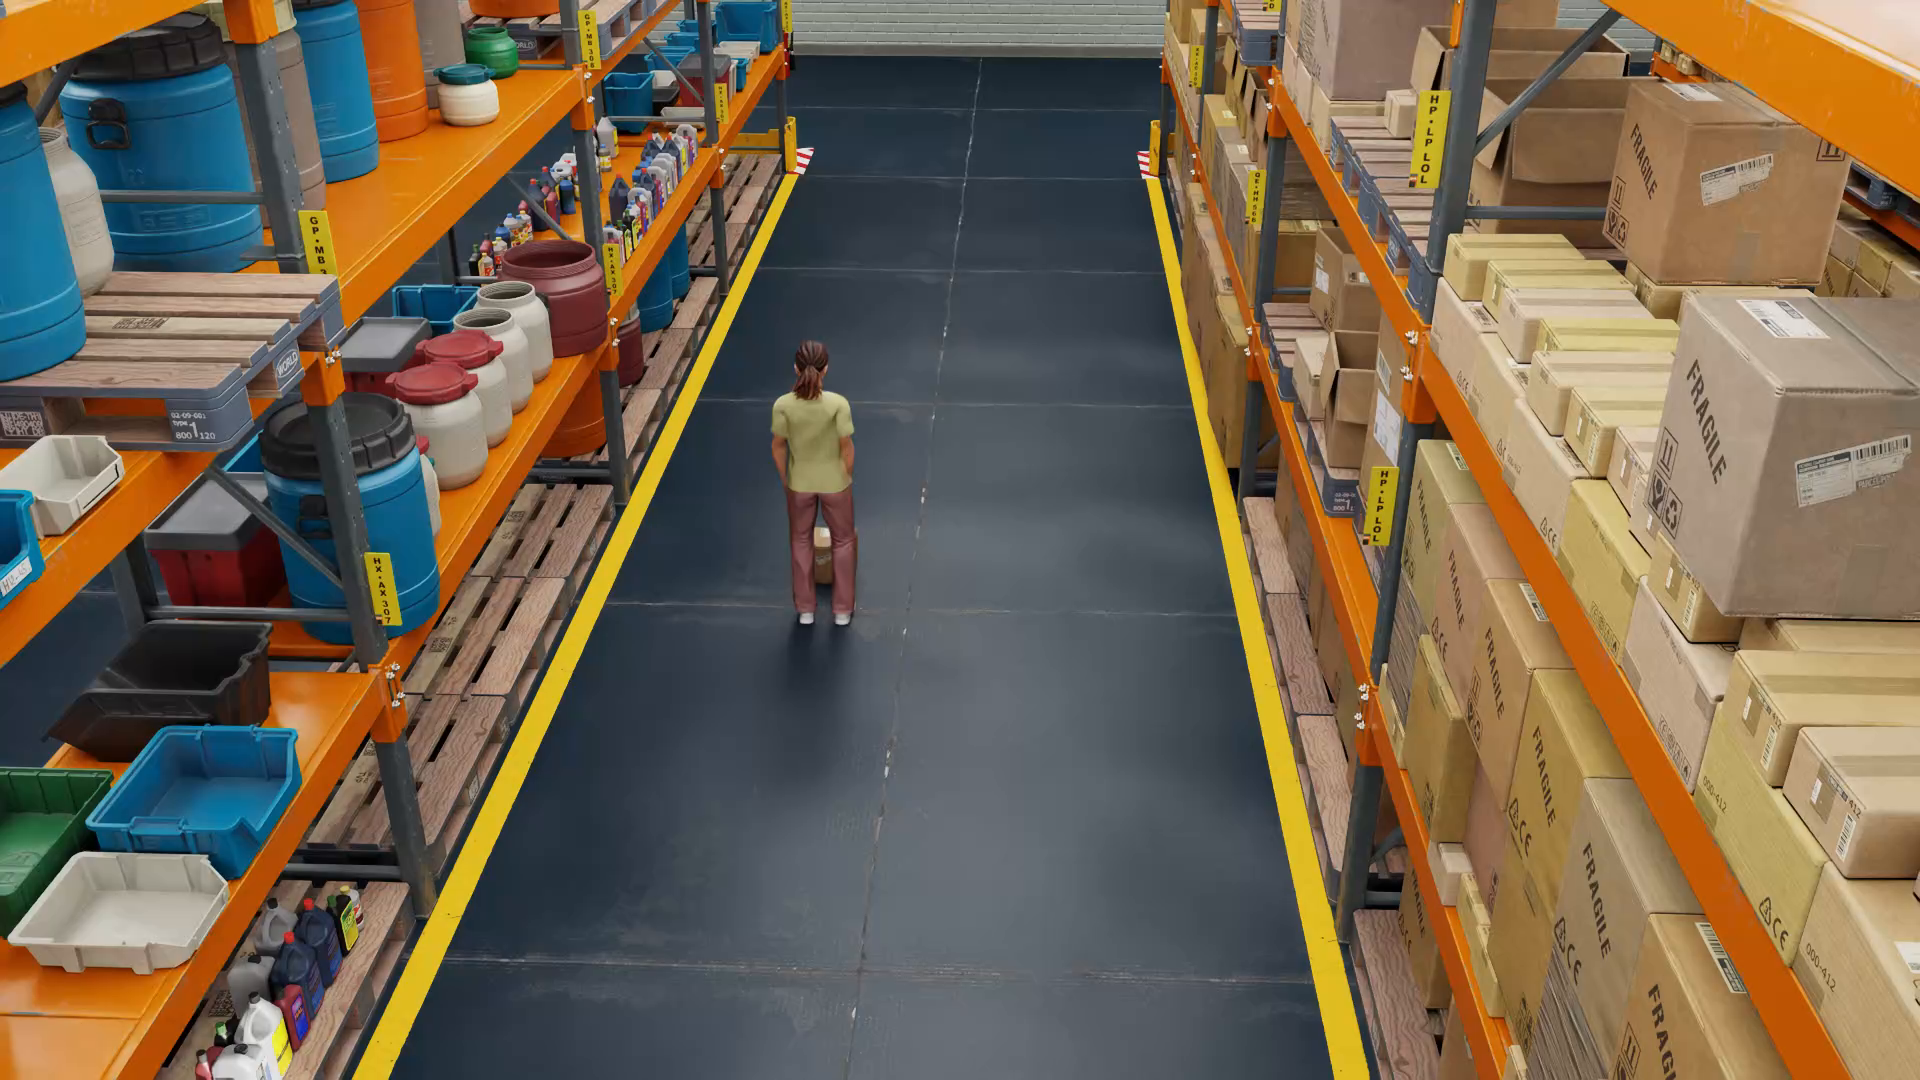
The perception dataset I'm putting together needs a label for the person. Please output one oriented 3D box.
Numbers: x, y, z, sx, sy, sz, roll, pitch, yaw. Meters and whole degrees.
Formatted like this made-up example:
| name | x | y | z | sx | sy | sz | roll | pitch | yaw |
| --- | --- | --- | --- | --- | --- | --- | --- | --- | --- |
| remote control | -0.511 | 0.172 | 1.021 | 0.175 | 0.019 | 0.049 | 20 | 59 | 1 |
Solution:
| name | x | y | z | sx | sy | sz | roll | pitch | yaw |
| --- | --- | --- | --- | --- | --- | --- | --- | --- | --- |
| person | -0.807 | -0.167 | 9.366 | 0.511 | 1.275 | 0.696 | 1 | 28 | 2 |
